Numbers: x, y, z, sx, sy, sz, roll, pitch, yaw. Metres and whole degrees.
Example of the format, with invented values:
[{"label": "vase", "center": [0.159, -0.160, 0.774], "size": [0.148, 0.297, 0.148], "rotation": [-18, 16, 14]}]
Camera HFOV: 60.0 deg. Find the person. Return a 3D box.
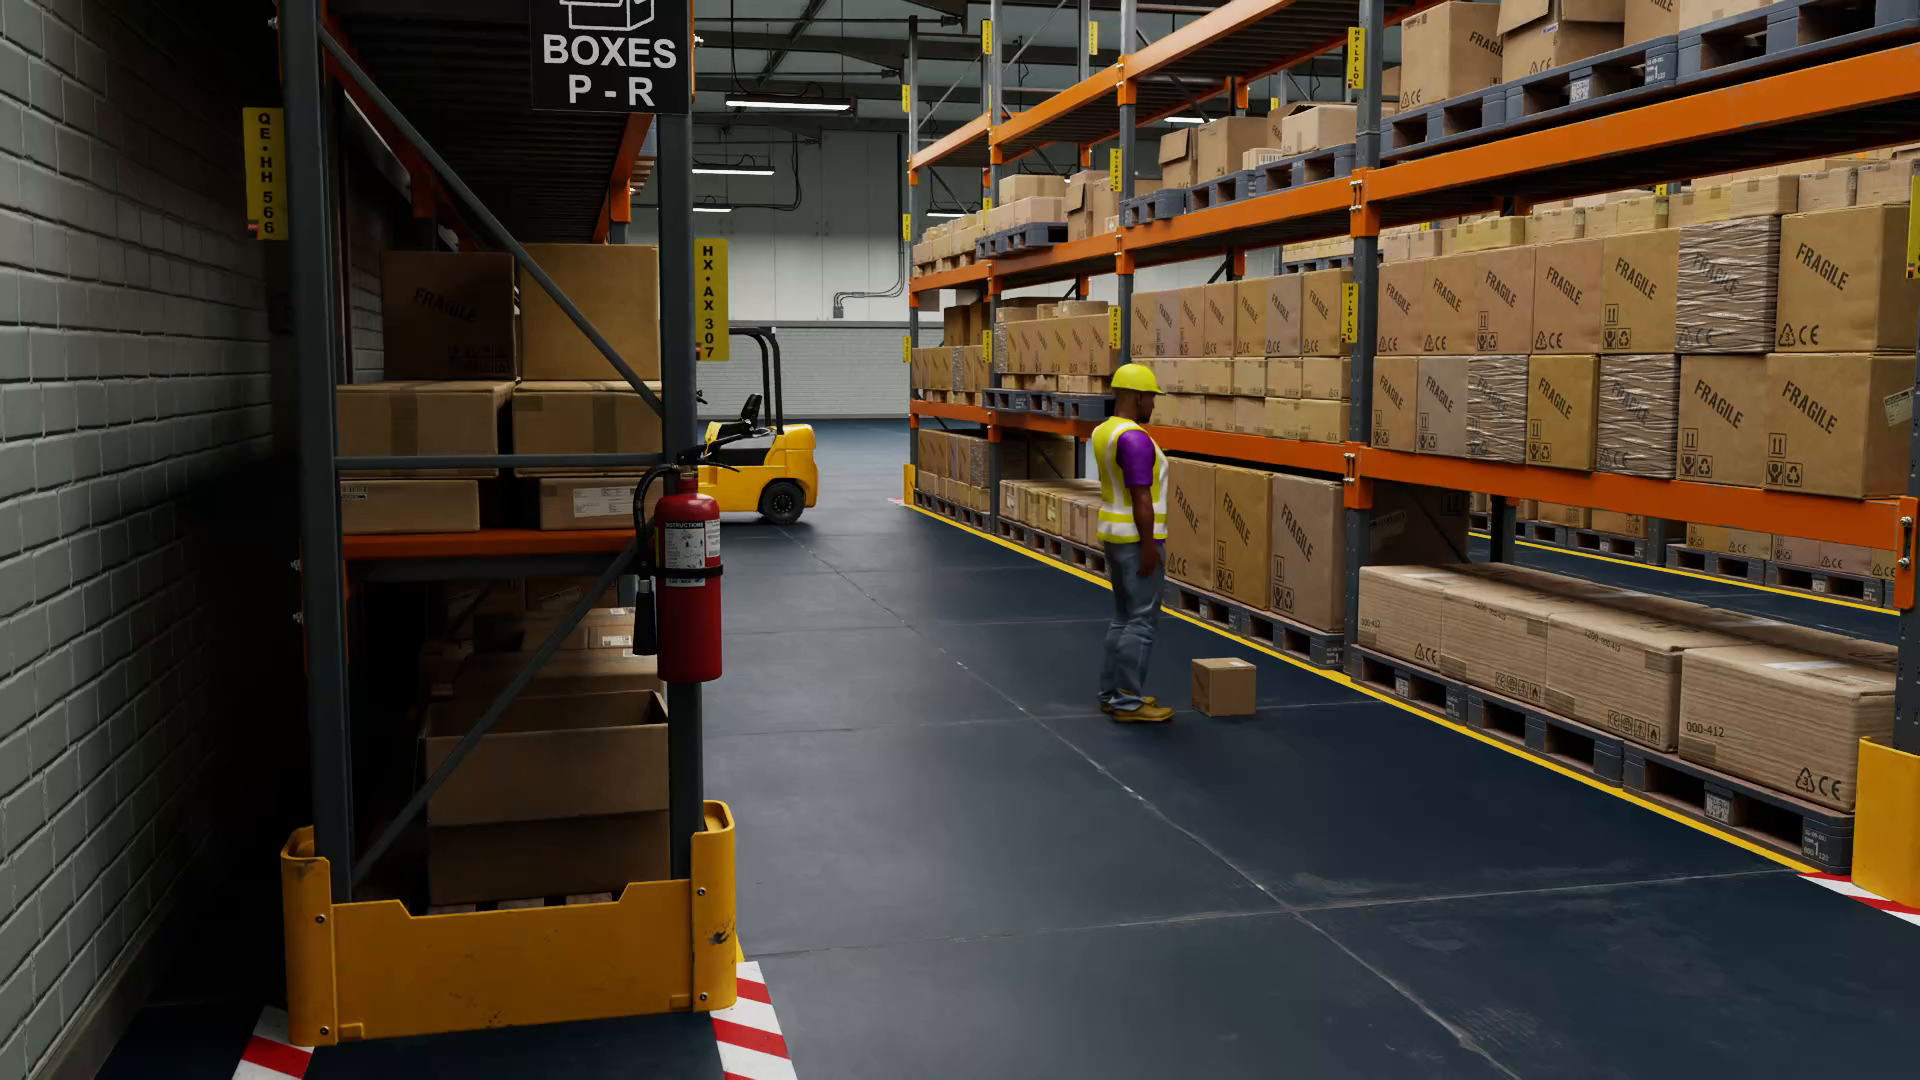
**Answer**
[{"label": "person", "center": [0.857, 0.007, 8.288], "size": [0.362, 1.762, 0.566], "rotation": [-1, 6, -13]}]
